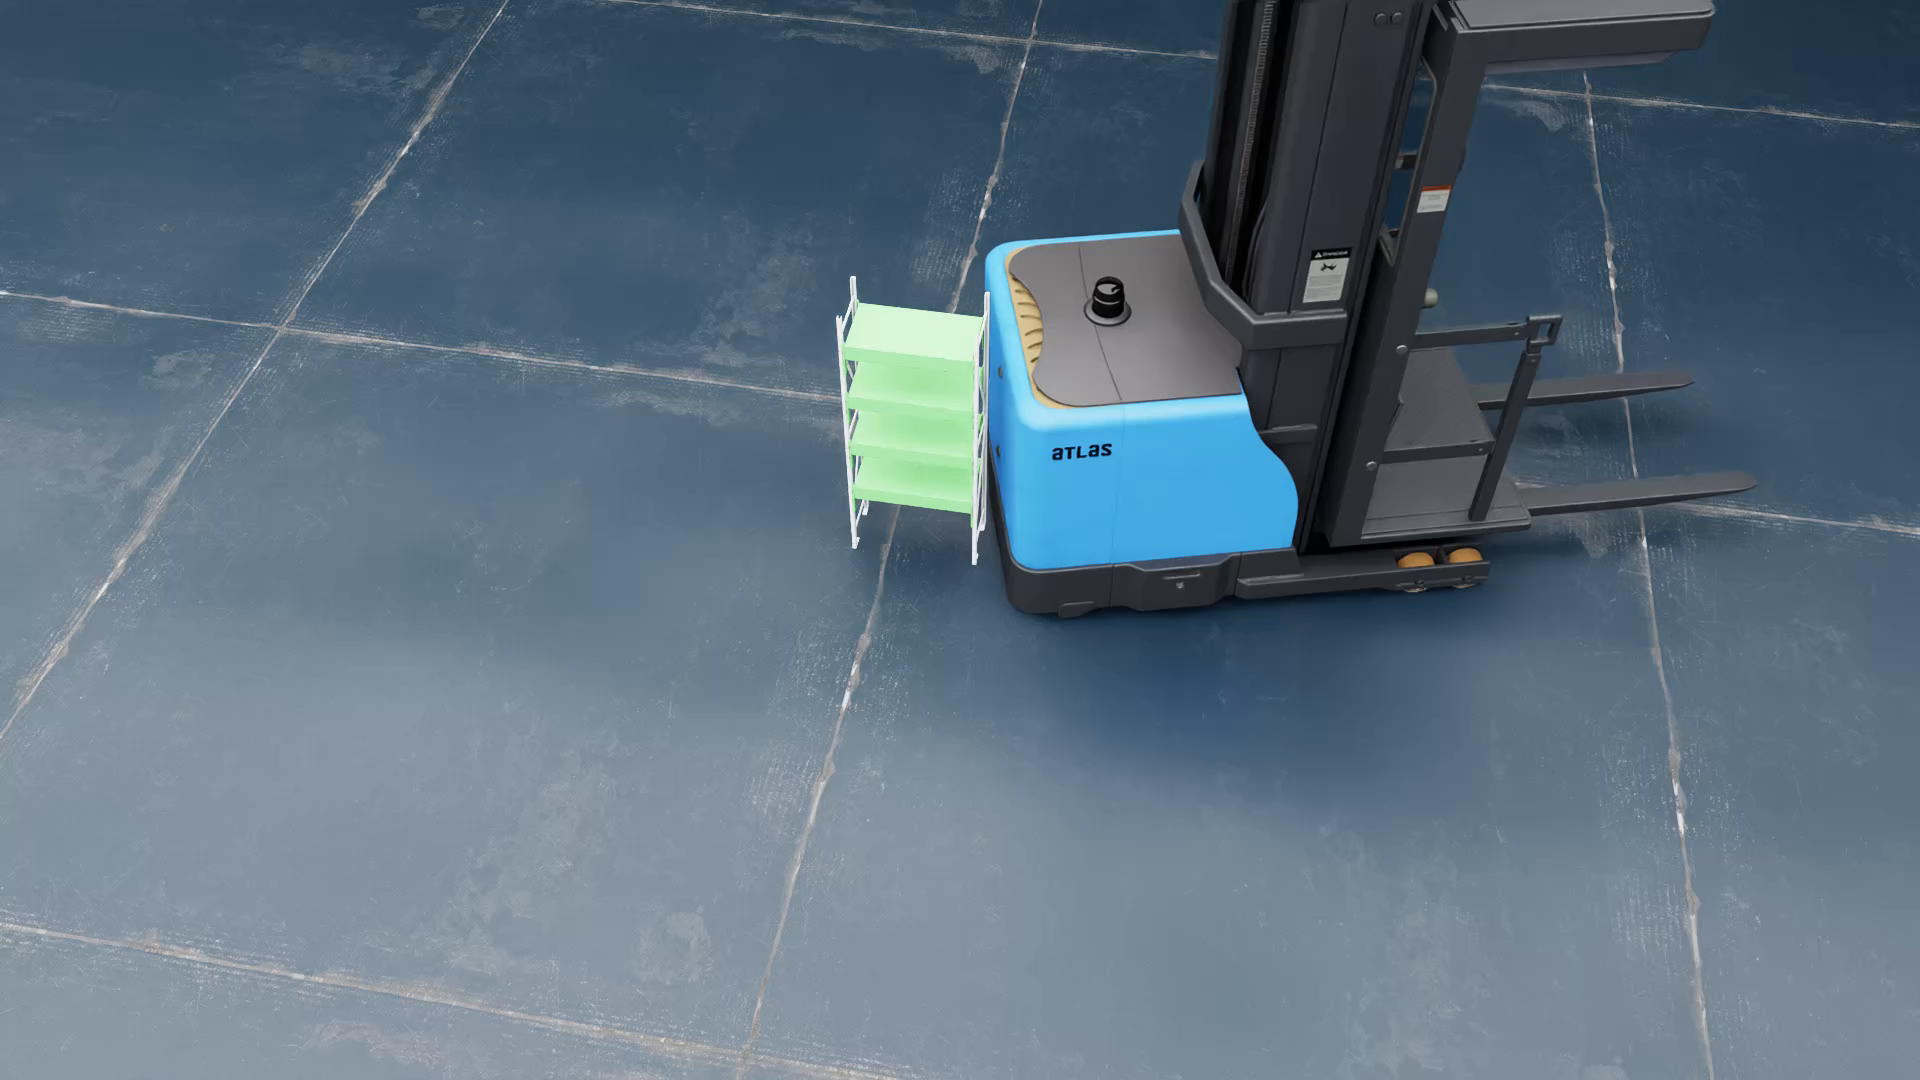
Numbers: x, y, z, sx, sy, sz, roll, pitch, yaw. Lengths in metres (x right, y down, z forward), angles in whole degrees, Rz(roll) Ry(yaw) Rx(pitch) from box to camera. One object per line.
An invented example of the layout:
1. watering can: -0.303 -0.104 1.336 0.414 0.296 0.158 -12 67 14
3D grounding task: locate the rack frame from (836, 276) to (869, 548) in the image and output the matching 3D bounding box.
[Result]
1. rack frame: -0.403 -0.455 6.324 0.015 1.200 0.240 8 49 7

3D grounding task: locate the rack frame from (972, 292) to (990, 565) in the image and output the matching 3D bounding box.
1. rack frame: 0.077 -0.391 6.266 0.015 1.200 0.240 8 49 7

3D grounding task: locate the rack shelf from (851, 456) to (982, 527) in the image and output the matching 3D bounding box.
1. rack shelf: -0.163 -0.220 6.521 0.480 0.148 0.258 8 49 7

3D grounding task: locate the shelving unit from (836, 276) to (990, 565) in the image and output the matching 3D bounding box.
1. shelving unit: -0.163 -0.423 6.295 0.503 1.200 0.258 8 49 7

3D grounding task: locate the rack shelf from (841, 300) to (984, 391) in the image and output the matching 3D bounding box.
1. rack shelf: -0.163 -0.701 5.986 0.480 0.148 0.258 8 49 7

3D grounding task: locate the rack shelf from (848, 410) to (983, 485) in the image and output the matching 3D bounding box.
1. rack shelf: -0.163 -0.380 6.343 0.480 0.148 0.258 8 49 7

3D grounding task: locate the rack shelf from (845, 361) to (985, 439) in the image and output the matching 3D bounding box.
1. rack shelf: -0.163 -0.541 6.164 0.480 0.148 0.258 8 49 7

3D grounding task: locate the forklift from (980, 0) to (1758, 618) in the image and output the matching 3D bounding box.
1. forklift: 1.638 -1.162 5.796 3.031 2.935 1.130 -5 48 -5
